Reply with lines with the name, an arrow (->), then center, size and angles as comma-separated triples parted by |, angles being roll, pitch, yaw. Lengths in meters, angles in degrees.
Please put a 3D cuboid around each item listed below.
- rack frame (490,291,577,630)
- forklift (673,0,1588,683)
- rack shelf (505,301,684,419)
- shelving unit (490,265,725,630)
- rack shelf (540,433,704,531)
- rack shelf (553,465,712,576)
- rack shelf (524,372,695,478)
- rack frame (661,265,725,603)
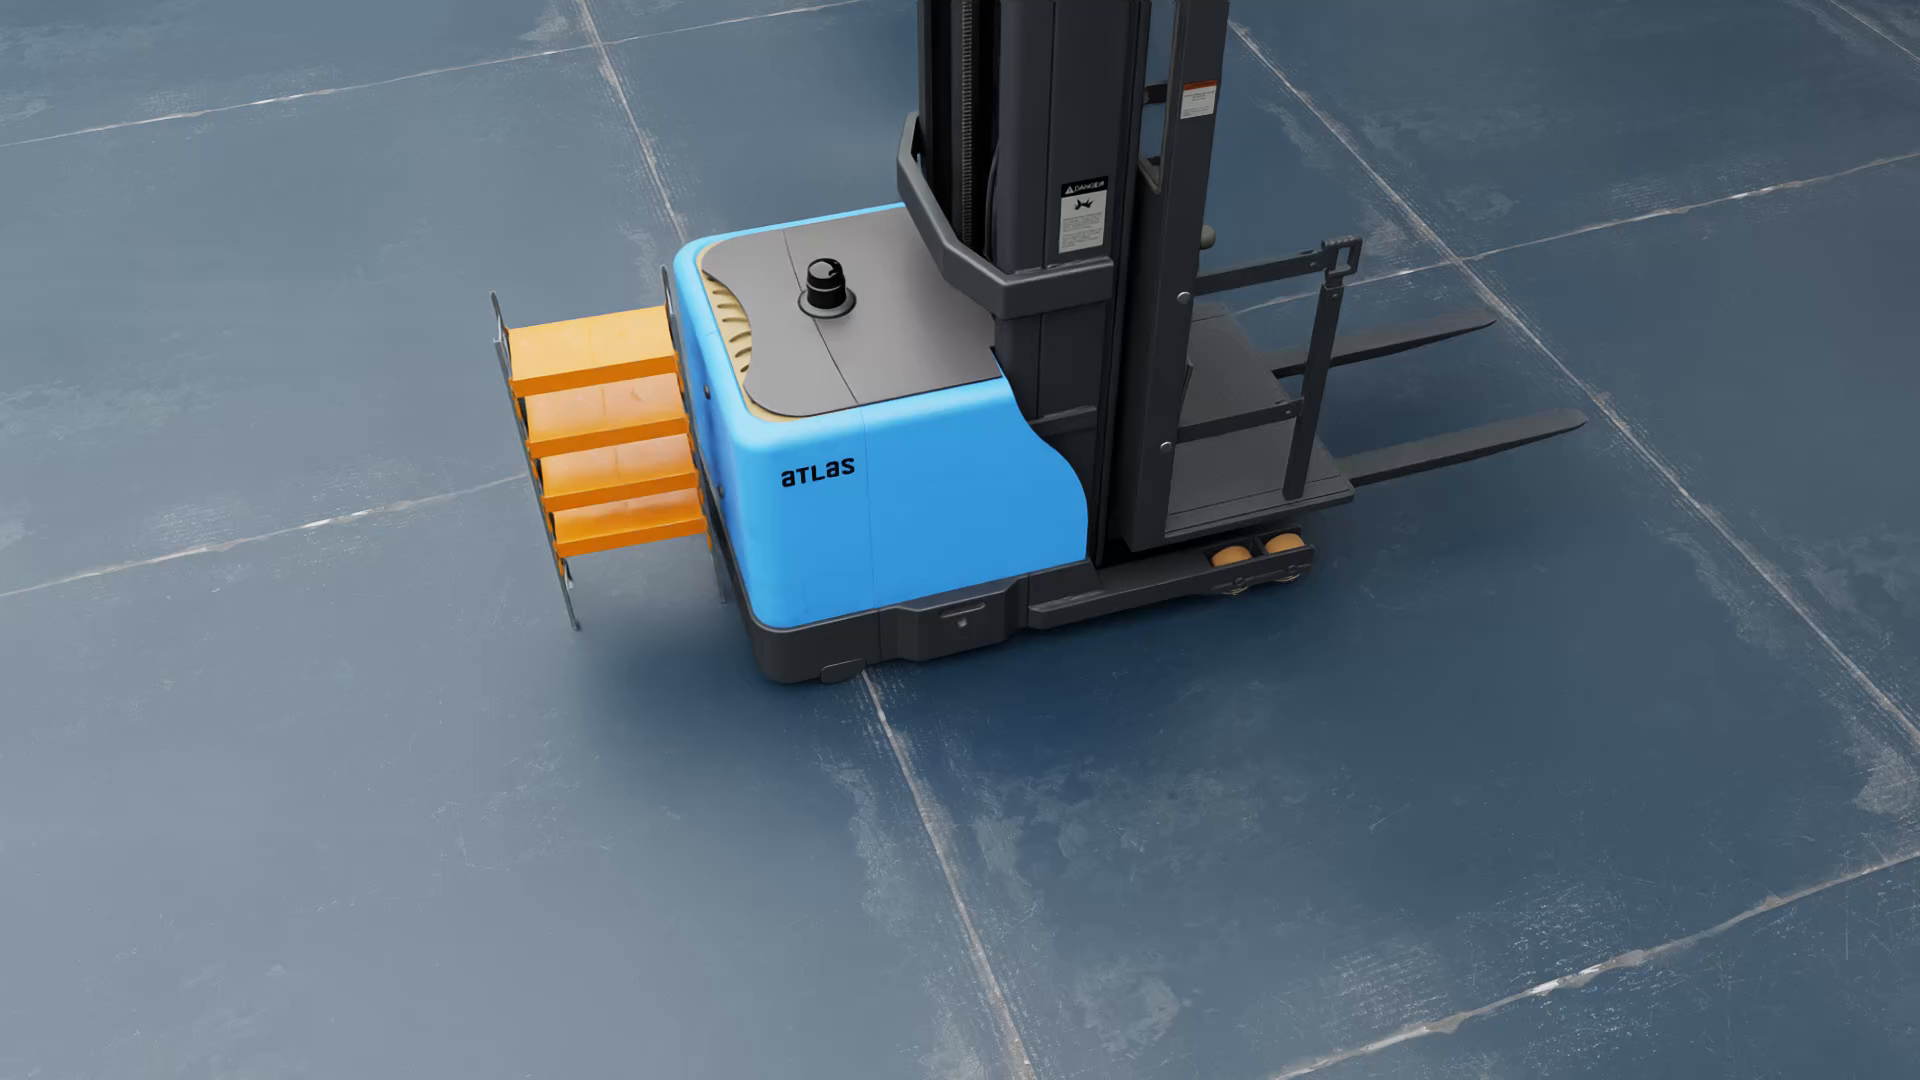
rack frame -> -1.301, -0.209, 5.111 | 0.015, 1.200, 0.240 | -10, 46, -9
forklift -> 0.672, -1.197, 4.874 | 3.031, 2.935, 1.130 | -13, 46, -12
rack shelf -> -1.071, -0.529, 4.870 | 0.480, 0.148, 0.258 | -10, 46, -9
shelving unit -> -1.064, -0.253, 5.149 | 0.503, 1.200, 0.258 | -10, 46, -9
rack shelf -> -1.063, -0.206, 5.197 | 0.480, 0.148, 0.258 | -10, 46, -9
rack shelf -> -1.060, -0.066, 5.338 | 0.480, 0.148, 0.258 | -10, 46, -9
rack shelf -> -1.067, -0.363, 5.038 | 0.480, 0.148, 0.258 | -10, 46, -9
rack frame -> -0.827, -0.297, 5.187 | 0.015, 1.200, 0.240 | -10, 46, -9
